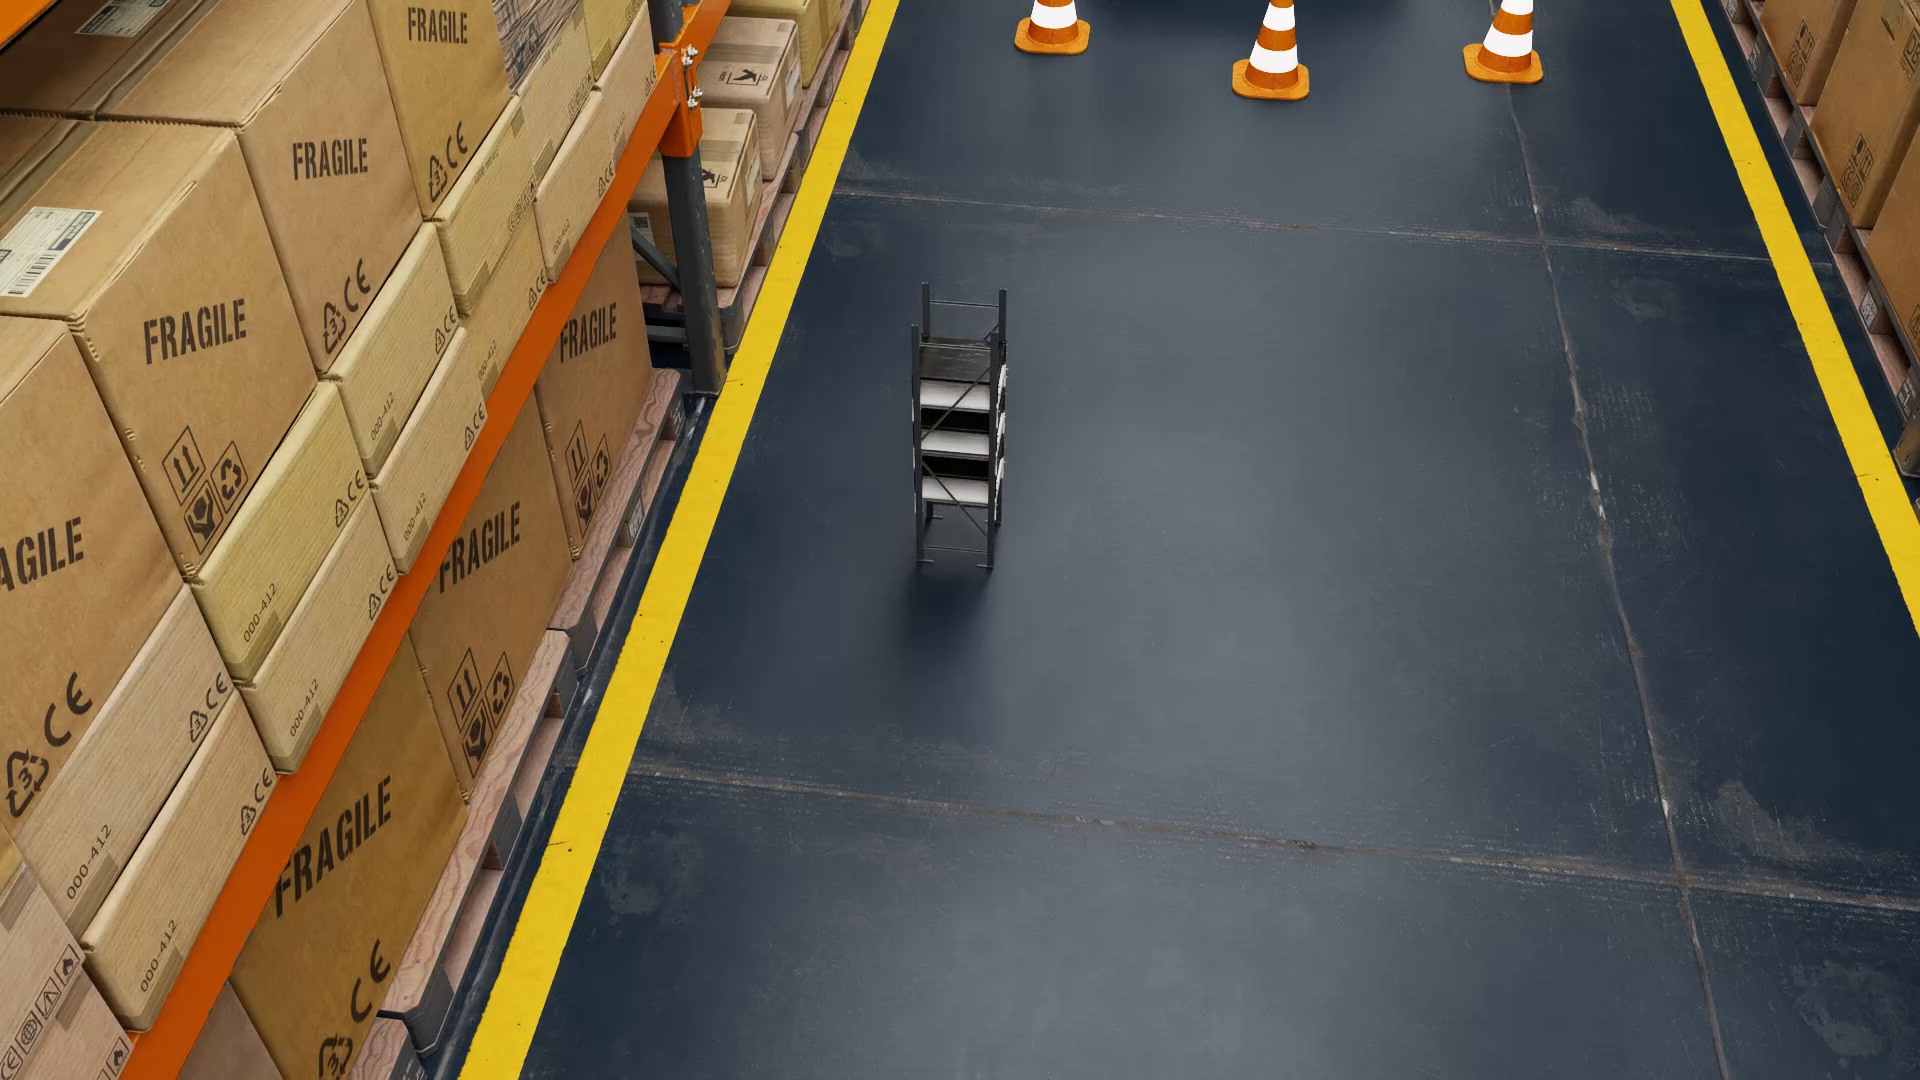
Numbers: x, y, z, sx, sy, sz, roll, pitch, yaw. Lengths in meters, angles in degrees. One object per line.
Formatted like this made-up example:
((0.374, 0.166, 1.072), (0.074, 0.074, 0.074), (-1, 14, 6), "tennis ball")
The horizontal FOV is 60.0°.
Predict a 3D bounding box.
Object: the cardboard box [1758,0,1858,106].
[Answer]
((4.001, -2.262, 6.788), (1.050, 0.750, 0.750), (5, 44, 6), "cardboard box")

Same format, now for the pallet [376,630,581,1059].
((-1.666, 0.702, 4.355), (1.003, 0.211, 1.213), (5, 44, 6), "pallet")

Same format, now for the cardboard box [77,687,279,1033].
((-1.465, 0.482, 2.668), (0.500, 0.250, 0.500), (4, 44, 4), "cardboard box")

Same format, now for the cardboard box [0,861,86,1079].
((-1.514, 0.655, 2.122), (0.500, 0.250, 0.500), (4, 44, 4), "cardboard box")

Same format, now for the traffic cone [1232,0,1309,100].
((1.382, -2.214, 7.251), (0.336, 0.463, 0.334), (5, 44, 6), "traffic cone")

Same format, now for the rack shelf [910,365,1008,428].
((-0.001, -0.428, 4.834), (0.258, 0.077, 0.200), (5, 44, 6), "rack shelf")

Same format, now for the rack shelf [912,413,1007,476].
((-0.001, -0.297, 4.958), (0.258, 0.077, 0.200), (5, 44, 6), "rack shelf")

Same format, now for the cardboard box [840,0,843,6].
((-0.953, -2.746, 7.574), (0.950, 0.372, 0.625), (8, 44, 8), "cardboard box")

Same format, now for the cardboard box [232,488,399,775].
((-1.382, 0.134, 3.036), (0.500, 0.250, 0.500), (5, 44, 5), "cardboard box")

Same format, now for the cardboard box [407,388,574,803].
((-1.619, 0.020, 4.287), (0.875, 0.875, 0.875), (6, 44, 6), "cardboard box")

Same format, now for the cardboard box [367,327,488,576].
((-1.306, -0.206, 3.395), (0.500, 0.250, 0.500), (5, 44, 5), "cardboard box")

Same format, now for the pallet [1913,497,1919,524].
((3.492, 0.256, 4.826), (1.003, 0.211, 1.213), (5, 44, 6), "pallet")

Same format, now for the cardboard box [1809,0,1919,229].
((3.879, -1.627, 6.118), (1.050, 0.750, 0.750), (6, 44, 6), "cardboard box")

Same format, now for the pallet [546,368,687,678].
((-1.502, -0.127, 5.230), (1.003, 0.211, 1.213), (5, 44, 6), "pallet")

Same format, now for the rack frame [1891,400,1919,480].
((3.597, -1.289, 4.429), (1.000, 3.000, 0.127), (5, 44, 6), "rack frame")

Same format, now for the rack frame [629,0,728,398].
((-1.323, -1.670, 4.832), (1.000, 3.000, 0.127), (5, 44, 6), "rack frame")

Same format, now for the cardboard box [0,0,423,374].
((-1.338, -0.661, 2.966), (0.500, 0.500, 0.500), (5, 44, 5), "cardboard box")

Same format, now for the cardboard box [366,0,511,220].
((-1.264, -1.005, 3.330), (0.500, 0.500, 0.500), (5, 44, 6), "cardboard box")

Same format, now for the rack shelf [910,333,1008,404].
((-0.001, -0.493, 4.772), (0.258, 0.077, 0.200), (5, 44, 6), "rack shelf")

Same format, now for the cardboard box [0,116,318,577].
((-1.400, -0.308, 2.593), (0.500, 0.500, 0.500), (4, 44, 4), "cardboard box")

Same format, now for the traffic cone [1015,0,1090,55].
((0.429, -2.502, 7.556), (0.336, 0.463, 0.334), (5, 44, 6), "traffic cone")

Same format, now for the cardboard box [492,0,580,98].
((-1.192, -1.343, 3.686), (0.500, 0.500, 0.500), (6, 44, 6), "cardboard box")

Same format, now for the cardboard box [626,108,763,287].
((-1.239, -1.252, 5.997), (0.950, 0.372, 0.625), (3, 43, 3), "cardboard box")

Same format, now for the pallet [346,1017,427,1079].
((-1.825, 1.536, 3.474), (1.003, 0.211, 1.213), (5, 44, 6), "pallet")

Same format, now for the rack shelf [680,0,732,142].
((-1.059, -2.772, 6.519), (1.077, 0.370, 4.000), (5, 44, 6), "rack shelf")

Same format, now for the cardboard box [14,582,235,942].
((-1.473, 0.297, 2.500), (0.500, 0.250, 0.500), (6, 44, 6), "cardboard box")

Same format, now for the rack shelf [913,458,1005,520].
((-0.001, -0.166, 5.081), (0.258, 0.077, 0.200), (5, 44, 6), "rack shelf")

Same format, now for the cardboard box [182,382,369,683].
((-1.380, -0.044, 2.861), (0.500, 0.250, 0.500), (6, 44, 6), "cardboard box")

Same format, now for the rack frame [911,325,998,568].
((-0.015, -0.252, 4.862), (0.240, 0.900, 0.006), (5, 44, 6), "rack frame")

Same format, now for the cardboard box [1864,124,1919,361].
((3.766, -1.031, 5.488), (1.050, 0.750, 0.750), (5, 44, 5), "cardboard box")

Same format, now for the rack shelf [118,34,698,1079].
((-1.588, -0.046, 3.640), (1.077, 0.370, 4.000), (5, 44, 6), "rack shelf")

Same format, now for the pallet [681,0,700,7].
((-1.335, -2.095, 5.421), (1.213, 0.211, 1.003), (5, 44, 6), "pallet")

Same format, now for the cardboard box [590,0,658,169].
((-1.133, -1.247, 4.494), (0.500, 0.250, 0.500), (4, 44, 4), "cardboard box")

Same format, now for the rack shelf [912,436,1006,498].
((-0.001, -0.232, 5.020), (0.258, 0.077, 0.200), (5, 44, 6), "rack shelf")

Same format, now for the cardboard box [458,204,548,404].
((-1.267, -0.556, 3.764), (0.500, 0.250, 0.500), (5, 44, 5), "cardboard box")

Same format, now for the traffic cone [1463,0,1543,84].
((2.452, -2.317, 7.360), (0.336, 0.463, 0.334), (5, 44, 6), "traffic cone")

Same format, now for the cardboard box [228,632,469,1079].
((-1.738, 0.629, 3.644), (0.875, 0.875, 0.875), (6, 44, 7), "cardboard box")

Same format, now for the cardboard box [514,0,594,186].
((-1.199, -1.094, 3.969), (0.500, 0.250, 0.500), (4, 44, 4), "cardboard box")

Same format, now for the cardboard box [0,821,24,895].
((-1.509, 0.383, 1.864), (0.500, 0.500, 0.500), (6, 44, 6), "cardboard box")

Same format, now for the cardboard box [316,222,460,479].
((-1.315, -0.389, 3.225), (0.500, 0.250, 0.500), (4, 44, 4), "cardboard box")

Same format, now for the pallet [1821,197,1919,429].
((3.776, -0.807, 5.948), (1.003, 0.211, 1.213), (5, 44, 6), "pallet")

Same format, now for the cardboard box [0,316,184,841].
((-1.469, 0.034, 2.233), (0.500, 0.500, 0.500), (5, 44, 5), "cardboard box")

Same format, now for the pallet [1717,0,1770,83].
((4.098, -2.469, 7.705), (1.003, 0.211, 1.213), (5, 44, 6), "pallet")

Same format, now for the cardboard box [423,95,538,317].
((-1.247, -0.743, 3.599), (0.500, 0.250, 0.500), (4, 44, 4), "cardboard box")

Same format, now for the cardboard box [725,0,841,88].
((-1.043, -2.272, 7.074), (0.950, 0.372, 0.625), (7, 44, 7), "cardboard box")

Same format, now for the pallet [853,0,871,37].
((-0.896, -2.853, 8.109), (1.003, 0.211, 1.213), (5, 44, 6), "pallet")

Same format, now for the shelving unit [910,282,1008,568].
((-0.001, -0.321, 4.935), (0.258, 0.900, 0.210), (5, 44, 6), "shelving unit")

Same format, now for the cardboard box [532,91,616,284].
((-1.185, -0.897, 4.125), (0.500, 0.250, 0.500), (6, 44, 6), "cardboard box")

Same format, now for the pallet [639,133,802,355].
((-1.218, -1.190, 6.353), (1.003, 0.211, 1.213), (5, 44, 6), "pallet")

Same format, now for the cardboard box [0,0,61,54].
((-1.841, -0.722, 3.030), (0.500, 0.500, 0.500), (6, 44, 6), "cardboard box")

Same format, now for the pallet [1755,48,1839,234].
((3.939, -1.636, 6.824), (1.003, 0.211, 1.213), (5, 44, 6), "pallet")

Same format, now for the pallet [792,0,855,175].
((-1.055, -2.019, 7.228), (1.003, 0.211, 1.213), (5, 44, 6), "pallet")

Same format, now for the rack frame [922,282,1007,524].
((0.012, -0.391, 5.008), (0.240, 0.900, 0.006), (5, 44, 6), "rack frame")

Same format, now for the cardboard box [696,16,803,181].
((-1.149, -1.756, 6.529), (0.950, 0.372, 0.625), (4, 44, 5), "cardboard box")

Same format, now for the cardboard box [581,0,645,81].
((-1.135, -1.444, 4.338), (0.500, 0.250, 0.500), (5, 44, 5), "cardboard box")

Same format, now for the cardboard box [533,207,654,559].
((-1.497, -0.588, 4.929), (0.875, 0.875, 0.875), (5, 44, 5), "cardboard box")

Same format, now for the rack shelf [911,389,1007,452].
((-0.001, -0.362, 4.896), (0.258, 0.077, 0.200), (5, 44, 6), "rack shelf")

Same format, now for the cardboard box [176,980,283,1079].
((-1.849, 1.246, 2.993), (0.875, 0.875, 0.875), (6, 44, 7), "cardboard box")

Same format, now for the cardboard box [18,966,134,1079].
((-1.532, 0.835, 2.296), (0.500, 0.250, 0.500), (4, 44, 5), "cardboard box")
